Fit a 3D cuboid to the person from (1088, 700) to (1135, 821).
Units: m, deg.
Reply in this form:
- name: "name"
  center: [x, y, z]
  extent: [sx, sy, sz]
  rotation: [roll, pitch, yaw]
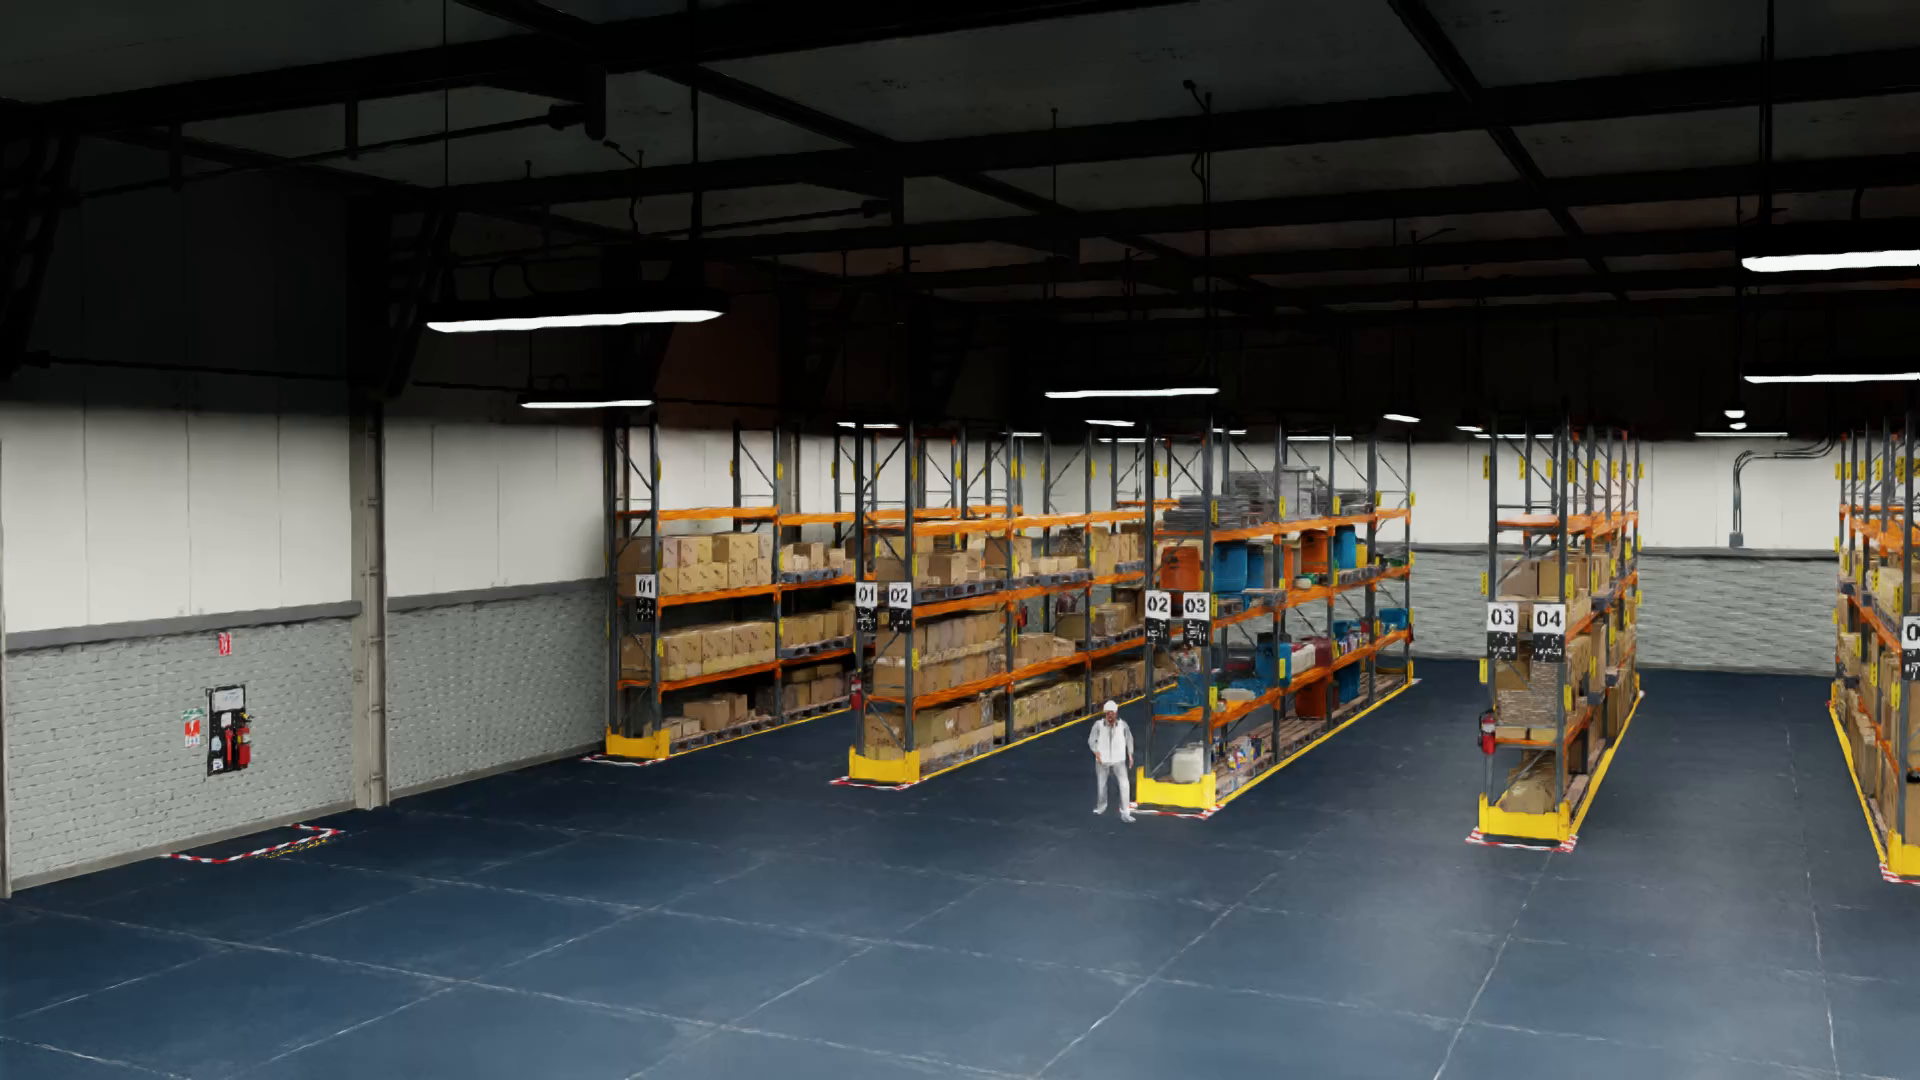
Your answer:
- name: "person"
  center: [2.179, 3.136, 23.861]
  extent: [0.682, 1.713, 0.844]
  rotation: [0, 2, 8]

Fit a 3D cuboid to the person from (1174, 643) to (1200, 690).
- name: "person"
  center: [4.657, 2.805, 34.068]
  extent: [0.566, 1.541, 0.519]
  rotation: [1, 3, 22]

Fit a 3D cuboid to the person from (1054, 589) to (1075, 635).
- name: "person"
  center: [2.866, 2.160, 46.630]
  extent: [0.783, 1.767, 0.525]
  rotation: [-1, 2, -15]
